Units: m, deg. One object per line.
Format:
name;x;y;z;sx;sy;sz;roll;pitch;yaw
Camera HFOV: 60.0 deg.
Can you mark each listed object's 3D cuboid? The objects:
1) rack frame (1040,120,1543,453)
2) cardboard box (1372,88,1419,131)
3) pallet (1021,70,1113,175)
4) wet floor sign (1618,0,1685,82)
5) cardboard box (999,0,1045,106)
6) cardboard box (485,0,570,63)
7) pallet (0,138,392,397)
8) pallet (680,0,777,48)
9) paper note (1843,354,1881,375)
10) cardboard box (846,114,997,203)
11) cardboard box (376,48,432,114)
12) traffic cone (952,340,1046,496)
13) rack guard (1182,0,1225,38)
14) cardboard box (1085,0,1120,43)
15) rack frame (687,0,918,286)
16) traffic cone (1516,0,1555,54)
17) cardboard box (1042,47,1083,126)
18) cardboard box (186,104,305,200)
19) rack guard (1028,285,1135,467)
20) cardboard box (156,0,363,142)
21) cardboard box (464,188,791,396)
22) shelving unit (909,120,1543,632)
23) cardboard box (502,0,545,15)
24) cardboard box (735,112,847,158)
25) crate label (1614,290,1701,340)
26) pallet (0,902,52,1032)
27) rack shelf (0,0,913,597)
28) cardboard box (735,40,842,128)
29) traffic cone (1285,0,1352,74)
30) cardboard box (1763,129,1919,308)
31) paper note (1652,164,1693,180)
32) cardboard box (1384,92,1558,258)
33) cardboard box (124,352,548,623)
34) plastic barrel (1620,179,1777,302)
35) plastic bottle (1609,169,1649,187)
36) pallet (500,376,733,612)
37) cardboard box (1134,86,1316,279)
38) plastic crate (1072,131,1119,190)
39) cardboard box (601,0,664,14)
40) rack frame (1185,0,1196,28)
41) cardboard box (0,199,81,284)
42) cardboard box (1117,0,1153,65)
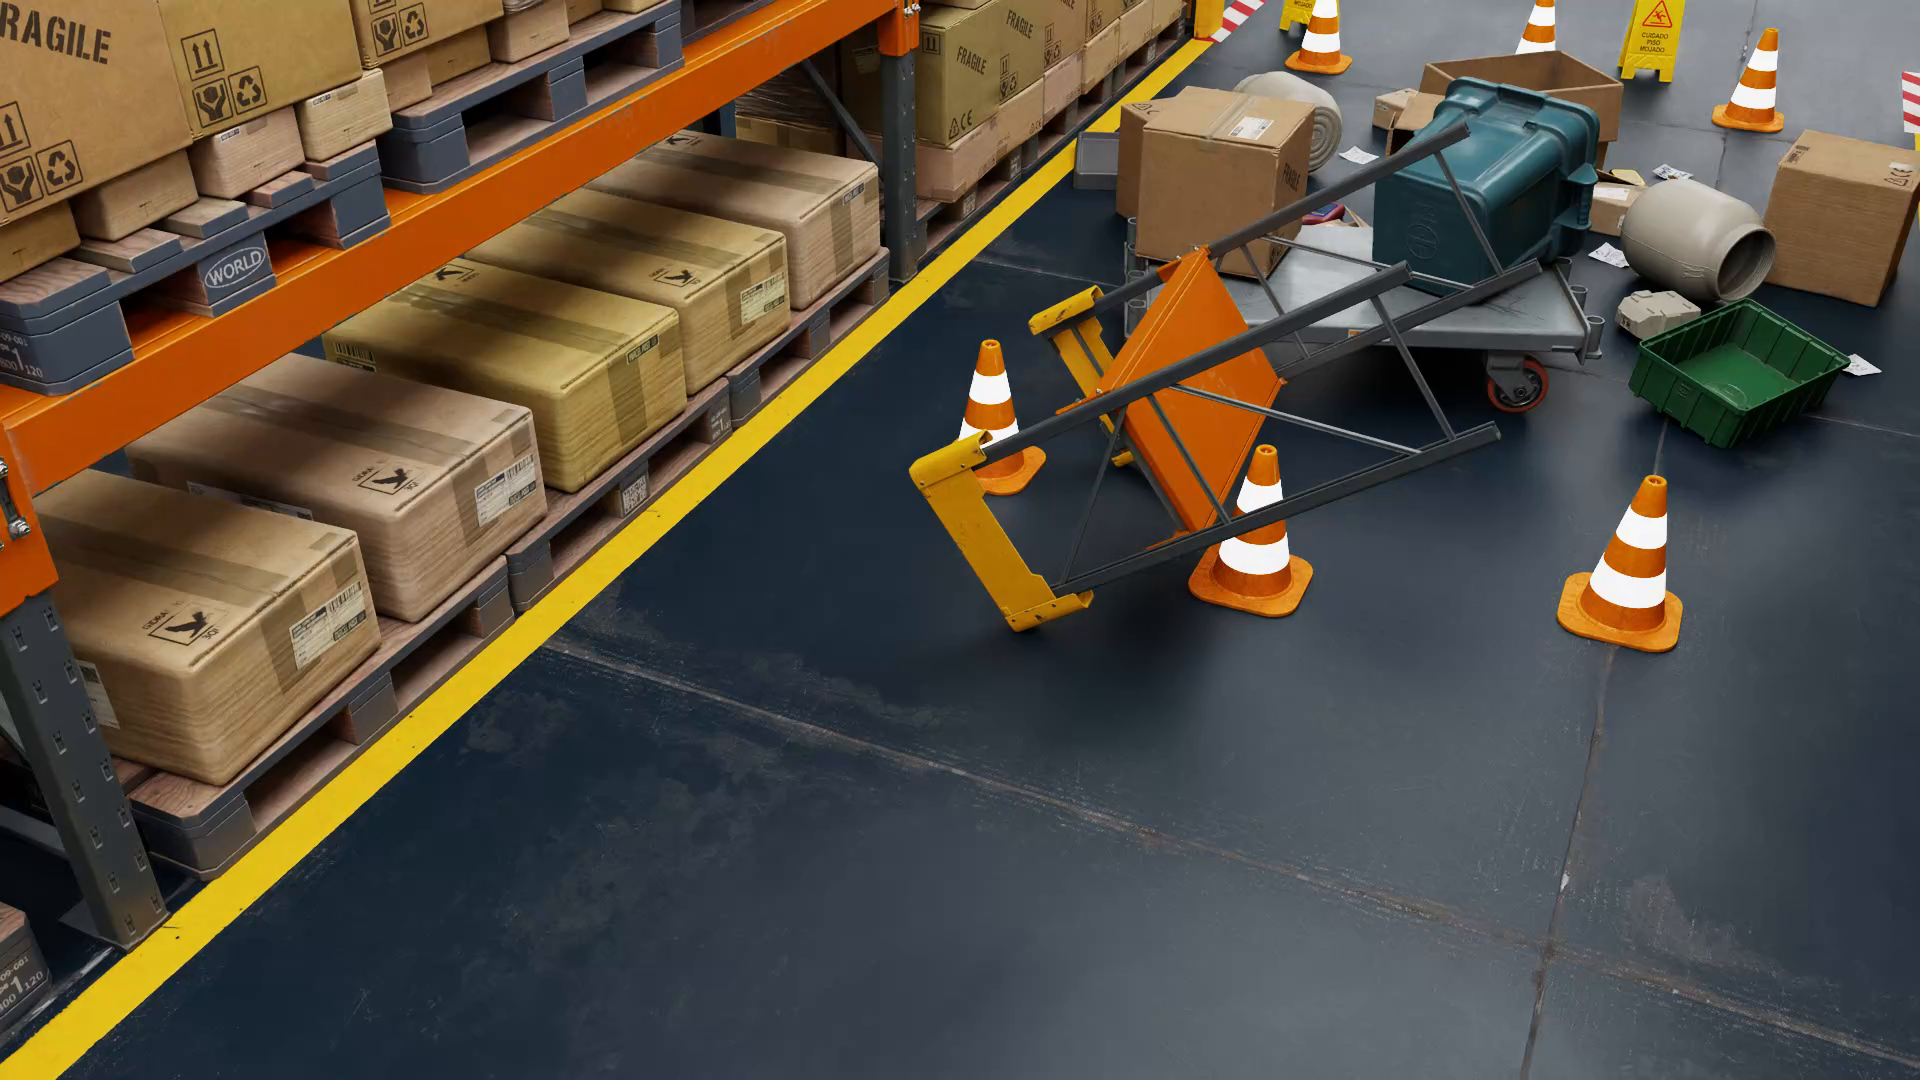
rack frame;0.969;-0.736;5.137;1.500;0.500;0.032;-22;20;35
cardboard box;2.305;-2.129;8.361;0.250;0.149;0.380;-21;39;-29
pallet;0.103;-2.231;8.460;1.003;0.211;1.213;14;36;20
wet floor sign;3.771;-2.836;8.986;0.267;0.644;0.232;8;34;12
cardboard box;0.051;-2.285;7.440;0.500;0.500;0.500;16;36;22
cardboard box;-1.303;-1.436;4.551;0.380;0.149;0.250;15;36;22
pallet;-2.127;-0.752;3.836;1.213;0.211;1.003;14;36;20
pallet;-1.107;-2.017;5.766;1.003;0.211;1.213;14;36;20
paper note;3.342;-0.661;6.229;0.147;0.020;0.142;-9;34;-13
cardboard box;-0.163;-1.702;7.235;0.500;0.250;0.500;13;35;18
cardboard box;-1.554;-1.171;4.147;0.380;0.149;0.250;16;37;23
traffic cone;0.098;-0.445;5.507;0.336;0.463;0.334;14;36;20
rack guard;0.987;-3.354;9.909;1.175;0.500;0.348;14;36;20
cardboard box;0.488;-2.807;8.236;0.500;0.500;0.500;13;36;19
rack frame;-0.655;-2.445;6.243;1.000;3.000;0.127;14;36;20
traffic cone;3.161;-2.781;9.069;0.336;0.463;0.334;14;36;20
cardboard box;0.270;-2.236;8.049;0.500;0.250;0.500;14;36;20
cardboard box;-1.718;-0.901;3.735;0.380;0.149;0.250;12;35;17
rack guard;0.486;-0.532;5.478;0.250;0.587;0.087;-22;20;35
cardboard box;-1.718;-1.227;3.640;0.500;0.500;0.500;16;37;23
cardboard box;-1.170;-0.901;5.902;0.950;0.372;0.625;16;37;23
shelving unit;0.778;-0.469;4.737;1.500;0.587;1.083;-22;20;35
cardboard box;-1.286;-1.740;4.422;0.500;0.500;0.500;13;35;19
cardboard box;-0.652;-1.827;7.425;0.500;0.250;0.500;16;36;23
crate label;2.708;-0.863;6.441;0.298;0.136;0.250;-9;34;-13
pallet;-2.727;1.089;3.397;1.003;0.211;1.213;14;36;20
rack shelf;-1.492;-1.148;4.921;1.077;0.370;4.000;14;36;20
cardboard box;-0.651;-2.140;7.219;0.500;0.500;0.500;14;36;20
traffic cone;2.010;-2.866;9.199;0.336;0.463;0.334;14;36;20
cardboard box;3.601;-1.324;6.811;0.500;0.500;0.500;21;39;28
paper note;3.376;-1.739;7.875;0.144;0.017;0.142;29;43;36
cardboard box;2.200;-1.526;6.995;0.797;0.637;0.503;14;36;20
cardboard box;-1.781;-0.178;4.799;0.950;0.372;0.625;13;36;20
plastic barrel;2.965;-1.199;6.692;0.421;0.421;0.512;-15;36;-21
plastic bottle;3.099;-1.636;7.690;0.133;0.061;0.283;3;33;4
pallet;-1.488;-0.281;5.486;1.003;0.211;1.213;14;36;20
cardboard box;0.974;-1.323;6.121;0.500;0.500;0.500;14;36;20
plastic crate;0.747;-1.818;7.949;0.402;0.080;0.583;3;33;4
cardboard box;-1.059;-1.691;4.939;0.380;0.149;0.250;14;36;20
rack frame;1.019;-4.437;9.281;1.000;3.000;0.127;14;36;20
cardboard box;-2.023;-0.642;3.340;0.380;0.149;0.250;12;35;18
cardboard box;0.701;-2.742;8.821;0.500;0.250;0.500;14;36;21
